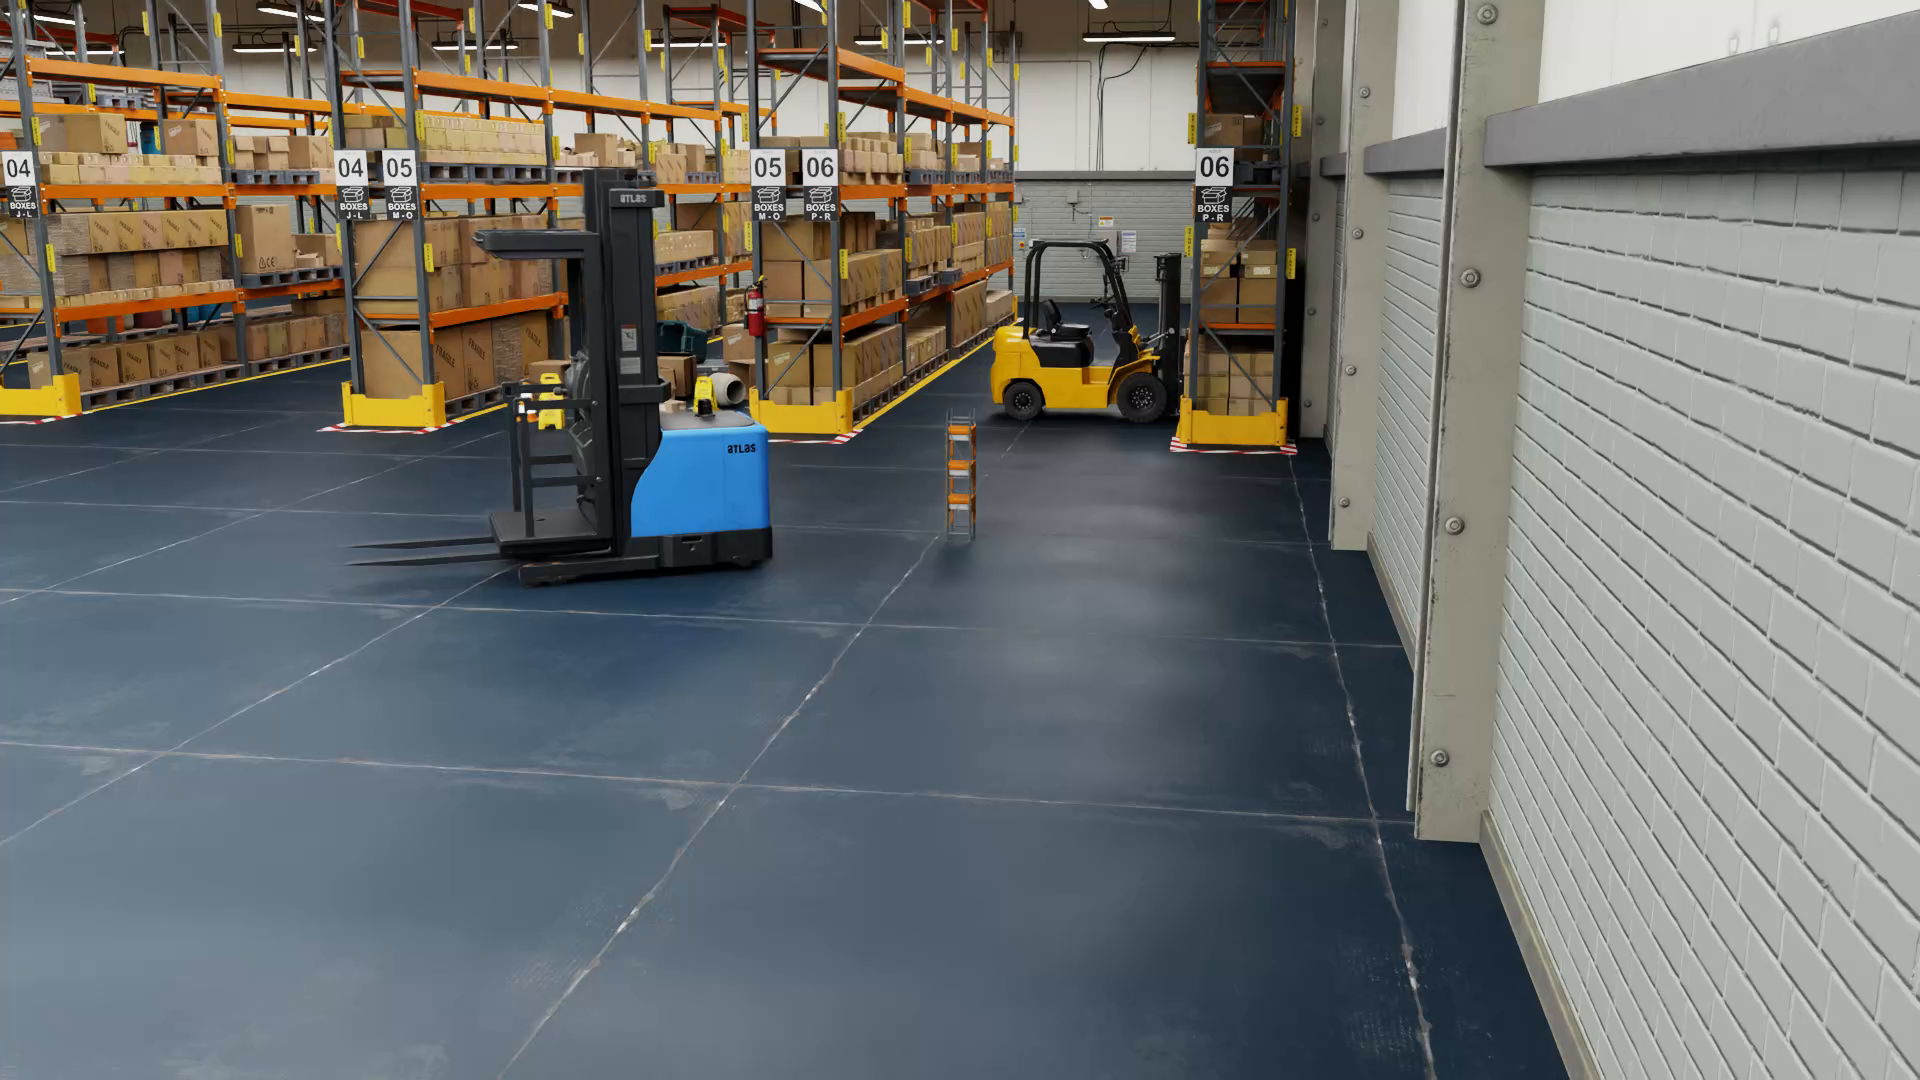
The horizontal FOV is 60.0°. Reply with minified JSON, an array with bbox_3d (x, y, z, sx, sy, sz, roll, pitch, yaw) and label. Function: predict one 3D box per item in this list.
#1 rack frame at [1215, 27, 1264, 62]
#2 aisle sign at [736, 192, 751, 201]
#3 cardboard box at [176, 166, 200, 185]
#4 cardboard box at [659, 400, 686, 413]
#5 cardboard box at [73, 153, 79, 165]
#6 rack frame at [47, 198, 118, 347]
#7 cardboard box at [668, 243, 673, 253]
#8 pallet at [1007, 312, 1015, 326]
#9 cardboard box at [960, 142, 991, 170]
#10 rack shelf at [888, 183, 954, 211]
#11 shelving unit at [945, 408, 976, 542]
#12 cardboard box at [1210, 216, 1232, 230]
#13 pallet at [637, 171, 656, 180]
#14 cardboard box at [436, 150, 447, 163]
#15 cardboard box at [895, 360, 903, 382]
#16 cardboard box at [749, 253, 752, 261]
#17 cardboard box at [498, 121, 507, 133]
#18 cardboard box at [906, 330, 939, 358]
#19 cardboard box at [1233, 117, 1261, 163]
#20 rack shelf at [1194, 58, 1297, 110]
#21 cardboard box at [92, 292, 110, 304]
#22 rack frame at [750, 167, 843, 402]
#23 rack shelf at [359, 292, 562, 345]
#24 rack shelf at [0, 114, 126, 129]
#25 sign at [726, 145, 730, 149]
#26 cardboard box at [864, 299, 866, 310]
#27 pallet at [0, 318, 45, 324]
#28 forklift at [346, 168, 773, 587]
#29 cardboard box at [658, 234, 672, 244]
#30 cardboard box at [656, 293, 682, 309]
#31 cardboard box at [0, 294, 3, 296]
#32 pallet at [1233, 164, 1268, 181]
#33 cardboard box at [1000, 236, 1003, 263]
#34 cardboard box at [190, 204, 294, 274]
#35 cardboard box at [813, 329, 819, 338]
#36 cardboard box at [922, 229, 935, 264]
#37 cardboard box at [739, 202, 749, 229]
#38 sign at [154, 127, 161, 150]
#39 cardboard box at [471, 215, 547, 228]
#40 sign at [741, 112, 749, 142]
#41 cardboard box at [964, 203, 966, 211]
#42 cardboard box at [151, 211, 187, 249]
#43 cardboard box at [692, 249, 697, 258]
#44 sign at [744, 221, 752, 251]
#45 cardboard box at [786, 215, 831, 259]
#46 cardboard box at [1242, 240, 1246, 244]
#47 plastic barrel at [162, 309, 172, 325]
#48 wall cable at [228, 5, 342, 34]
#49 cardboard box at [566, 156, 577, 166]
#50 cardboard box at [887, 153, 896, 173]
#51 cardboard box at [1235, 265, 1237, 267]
[{"bbox_3d":[5.507,-8.826,33.085,1.000,3.000,0.127,2,12,9],"label":"rack frame"},{"bbox_3d":[-4.590,-7.488,34.948,0.394,0.787,0.004,2,12,9],"label":"aisle sign"},{"bbox_3d":[-10.939,-5.057,23.076,0.500,0.250,0.500,2,12,10],"label":"cardboard box"},{"bbox_3d":[-3.654,-1.667,20.874,0.380,0.149,0.250,10,15,38],"label":"cardboard box"},{"bbox_3d":[-11.328,-4.789,20.882,0.380,0.149,0.250,2,12,8],"label":"cardboard box"},{"bbox_3d":[-15.315,-4.869,28.967,1.000,3.000,0.127,2,12,9],"label":"rack frame"},{"bbox_3d":[-5.147,-5.014,28.531,0.380,0.149,0.250,2,12,9],"label":"cardboard box"},{"bbox_3d":[0.556,-4.521,33.970,1.003,0.211,1.213,2,12,9],"label":"pallet"},{"bbox_3d":[0.284,-7.105,30.752,0.500,0.500,0.500,2,12,10],"label":"cardboard box"},{"bbox_3d":[-0.936,-5.086,24.560,1.077,0.370,4.000,2,12,9],"label":"rack shelf"},{"bbox_3d":[0.008,-0.524,13.434,0.215,1.050,0.252,2,12,9],"label":"shelving unit"},{"bbox_3d":[4.940,-5.934,31.776,0.500,0.500,0.500,2,12,10],"label":"cardboard box"},{"bbox_3d":[-5.582,-5.765,26.453,1.213,0.211,1.003,2,12,11],"label":"pallet"},{"bbox_3d":[-6.358,-4.573,19.837,0.380,0.149,0.250,2,12,9],"label":"cardboard box"},{"bbox_3d":[-1.069,-2.284,22.503,0.500,0.250,0.500,2,12,11],"label":"cardboard box"},{"bbox_3d":[-4.386,-5.671,33.286,0.380,0.149,0.250,2,12,10],"label":"cardboard box"},{"bbox_3d":[-6.087,-5.333,21.467,0.380,0.149,0.250,2,12,8],"label":"cardboard box"},{"bbox_3d":[-0.831,-3.037,25.707,0.950,0.372,0.625,2,12,8],"label":"cardboard box"},{"bbox_3d":[3.130,-4.642,19.320,0.700,0.500,0.500,2,12,9],"label":"cardboard box"},{"bbox_3d":[3.354,-5.364,19.680,1.077,0.370,4.000,2,12,9],"label":"rack shelf"},{"bbox_3d":[-11.243,-3.128,21.483,0.380,0.149,0.250,2,12,9],"label":"cardboard box"},{"bbox_3d":[-1.859,-2.722,19.005,1.000,3.000,0.127,2,12,9],"label":"rack frame"},{"bbox_3d":[-6.458,-2.926,21.659,1.077,0.370,4.000,2,12,9],"label":"rack shelf"},{"bbox_3d":[-19.286,-8.859,34.955,1.077,0.370,4.000,2,12,9],"label":"rack shelf"},{"bbox_3d":[-4.841,-8.103,34.780,0.100,0.325,0.005,2,12,9],"label":"sign"},{"bbox_3d":[-1.366,-2.875,20.312,0.380,0.149,0.250,2,12,10],"label":"cardboard box"},{"bbox_3d":[-19.487,-4.643,34.536,1.003,0.211,1.213,2,12,9],"label":"pallet"},{"bbox_3d":[-2.988,-1.219,12.194,3.031,2.935,1.130,-4,13,-19],"label":"forklift"},{"bbox_3d":[-5.151,-5.152,28.468,0.380,0.149,0.250,1,12,6],"label":"cardboard box"},{"bbox_3d":[-5.112,-4.118,28.639,0.500,0.250,0.500,2,12,8],"label":"cardboard box"},{"bbox_3d":[-19.386,-4.744,33.276,0.500,0.500,0.500,2,12,8],"label":"cardboard box"},{"bbox_3d":[3.556,-4.640,20.992,1.003,0.211,1.213,2,12,9],"label":"pallet"},{"bbox_3d":[0.561,-5.674,32.462,0.500,0.500,0.500,2,12,10],"label":"cardboard box"},{"bbox_3d":[-10.775,-4.535,24.998,1.000,1.000,1.000,2,12,9],"label":"cardboard box"},{"bbox_3d":[-1.962,-2.573,20.523,0.380,0.149,0.250,2,12,10],"label":"cardboard box"},{"bbox_3d":[-0.654,-4.357,24.650,0.500,0.500,0.500,1,12,6],"label":"cardboard box"},{"bbox_3d":[-4.437,-6.341,32.480,0.500,0.500,0.500,2,12,10],"label":"cardboard box"},{"bbox_3d":[-11.585,-5.805,24.027,0.100,0.325,0.005,2,12,9],"label":"sign"},{"bbox_3d":[-6.241,-4.220,23.035,0.875,0.550,0.550,2,12,9],"label":"cardboard box"},{"bbox_3d":[-2.404,-4.644,18.699,0.100,0.325,0.005,2,12,9],"label":"sign"},{"bbox_3d":[-0.085,-6.252,31.235,0.380,0.149,0.250,2,12,9],"label":"cardboard box"},{"bbox_3d":[-10.987,-4.248,22.769,0.500,0.500,0.500,2,12,9],"label":"cardboard box"},{"bbox_3d":[-4.941,-5.137,29.809,0.380,0.149,0.250,1,12,6],"label":"cardboard box"},{"bbox_3d":[-2.404,-3.465,18.953,0.100,0.325,0.005,2,12,9],"label":"sign"},{"bbox_3d":[-1.911,-3.624,19.872,0.700,0.500,0.500,2,12,9],"label":"cardboard box"},{"bbox_3d":[3.831,-3.779,21.426,0.380,0.149,0.250,2,12,7],"label":"cardboard box"},{"bbox_3d":[-15.084,-4.316,31.310,0.421,0.512,0.421,0,12,0],"label":"plastic barrel"},{"bbox_3d":[-16.920,-13.940,41.405,3.097,2.526,0.112,2,12,9],"label":"wall cable"},{"bbox_3d":[-5.746,-5.500,24.135,0.250,0.149,0.380,2,12,9],"label":"cardboard box"},{"bbox_3d":[-1.123,-4.888,21.582,0.500,0.250,0.500,2,12,8],"label":"cardboard box"},{"bbox_3d":[3.271,-3.251,21.221,0.500,0.500,0.500,2,12,10],"label":"cardboard box"}]
